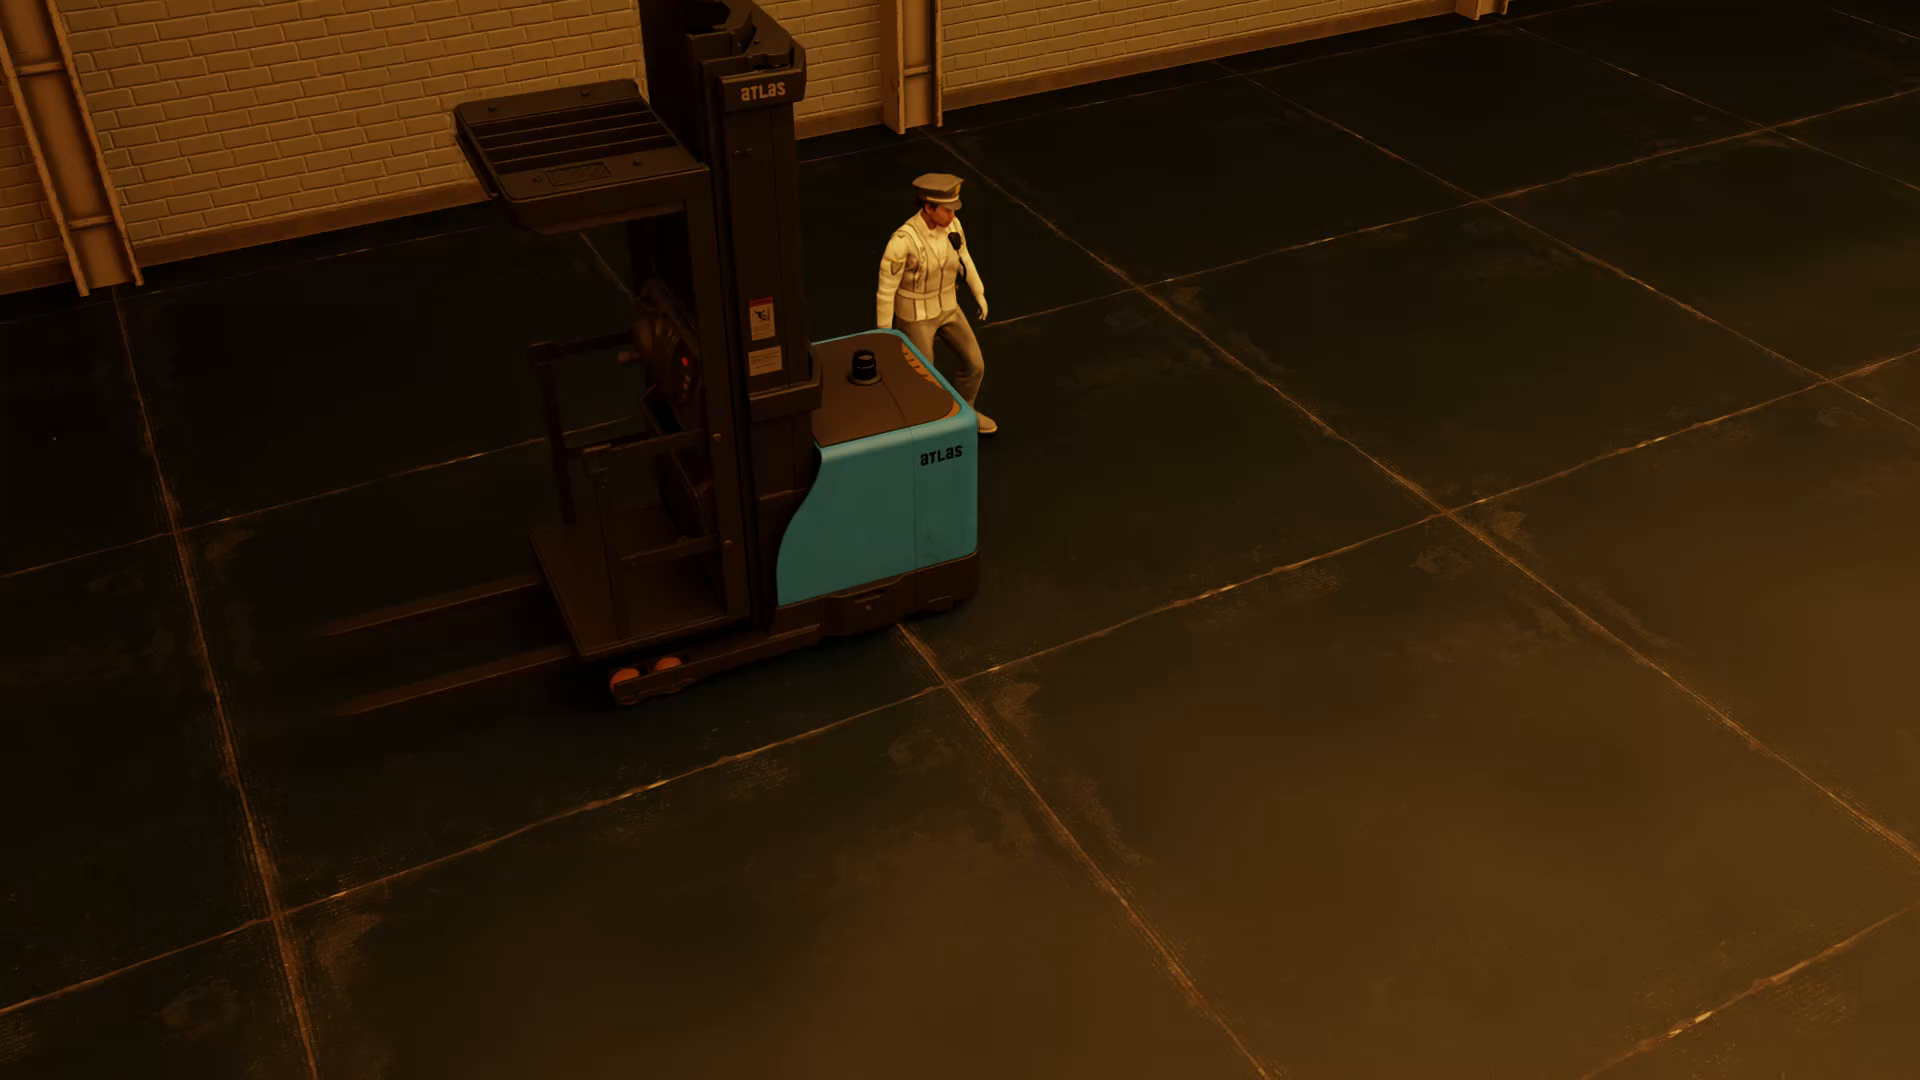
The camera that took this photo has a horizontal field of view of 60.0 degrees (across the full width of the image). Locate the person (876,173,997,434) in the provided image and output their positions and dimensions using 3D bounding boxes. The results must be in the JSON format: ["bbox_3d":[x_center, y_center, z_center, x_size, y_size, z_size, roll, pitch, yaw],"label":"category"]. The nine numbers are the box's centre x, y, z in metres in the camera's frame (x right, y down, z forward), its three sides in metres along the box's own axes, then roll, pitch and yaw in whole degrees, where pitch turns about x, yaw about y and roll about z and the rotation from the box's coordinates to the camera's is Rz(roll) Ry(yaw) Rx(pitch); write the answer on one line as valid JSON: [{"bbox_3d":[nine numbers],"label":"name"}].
[{"bbox_3d":[-0.144,-1.205,8.950,0.696,1.640,0.380,-29,44,-34],"label":"person"}]

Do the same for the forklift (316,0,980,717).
[{"bbox_3d":[-1.464,-0.793,7.244,3.031,2.935,1.130,-15,38,-20],"label":"forklift"}]
